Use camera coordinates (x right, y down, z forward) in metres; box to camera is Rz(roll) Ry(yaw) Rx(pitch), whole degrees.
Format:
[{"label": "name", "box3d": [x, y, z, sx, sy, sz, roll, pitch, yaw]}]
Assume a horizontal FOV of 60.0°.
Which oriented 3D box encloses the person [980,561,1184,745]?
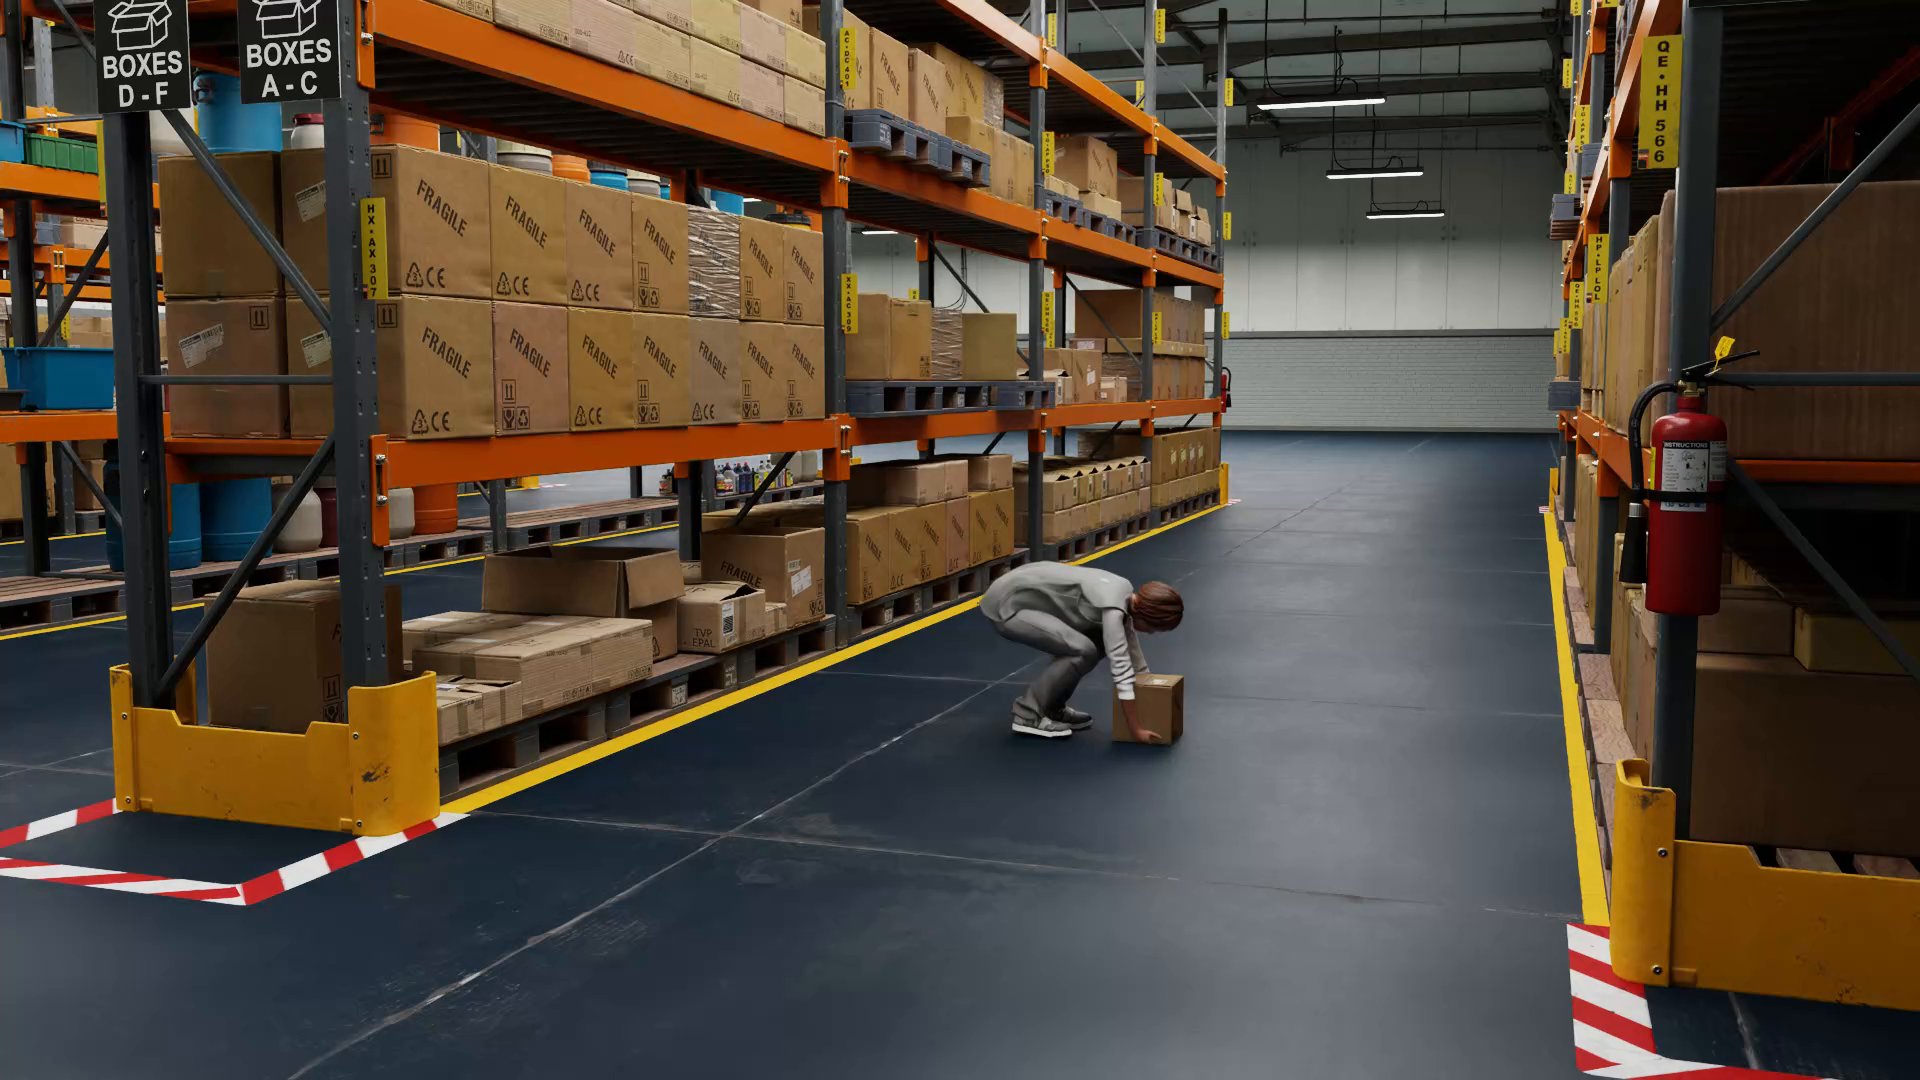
[{"label": "person", "box3d": [0.519, 0.476, 7.114, 0.873, 0.760, 0.419, 2, 6, 17]}]
